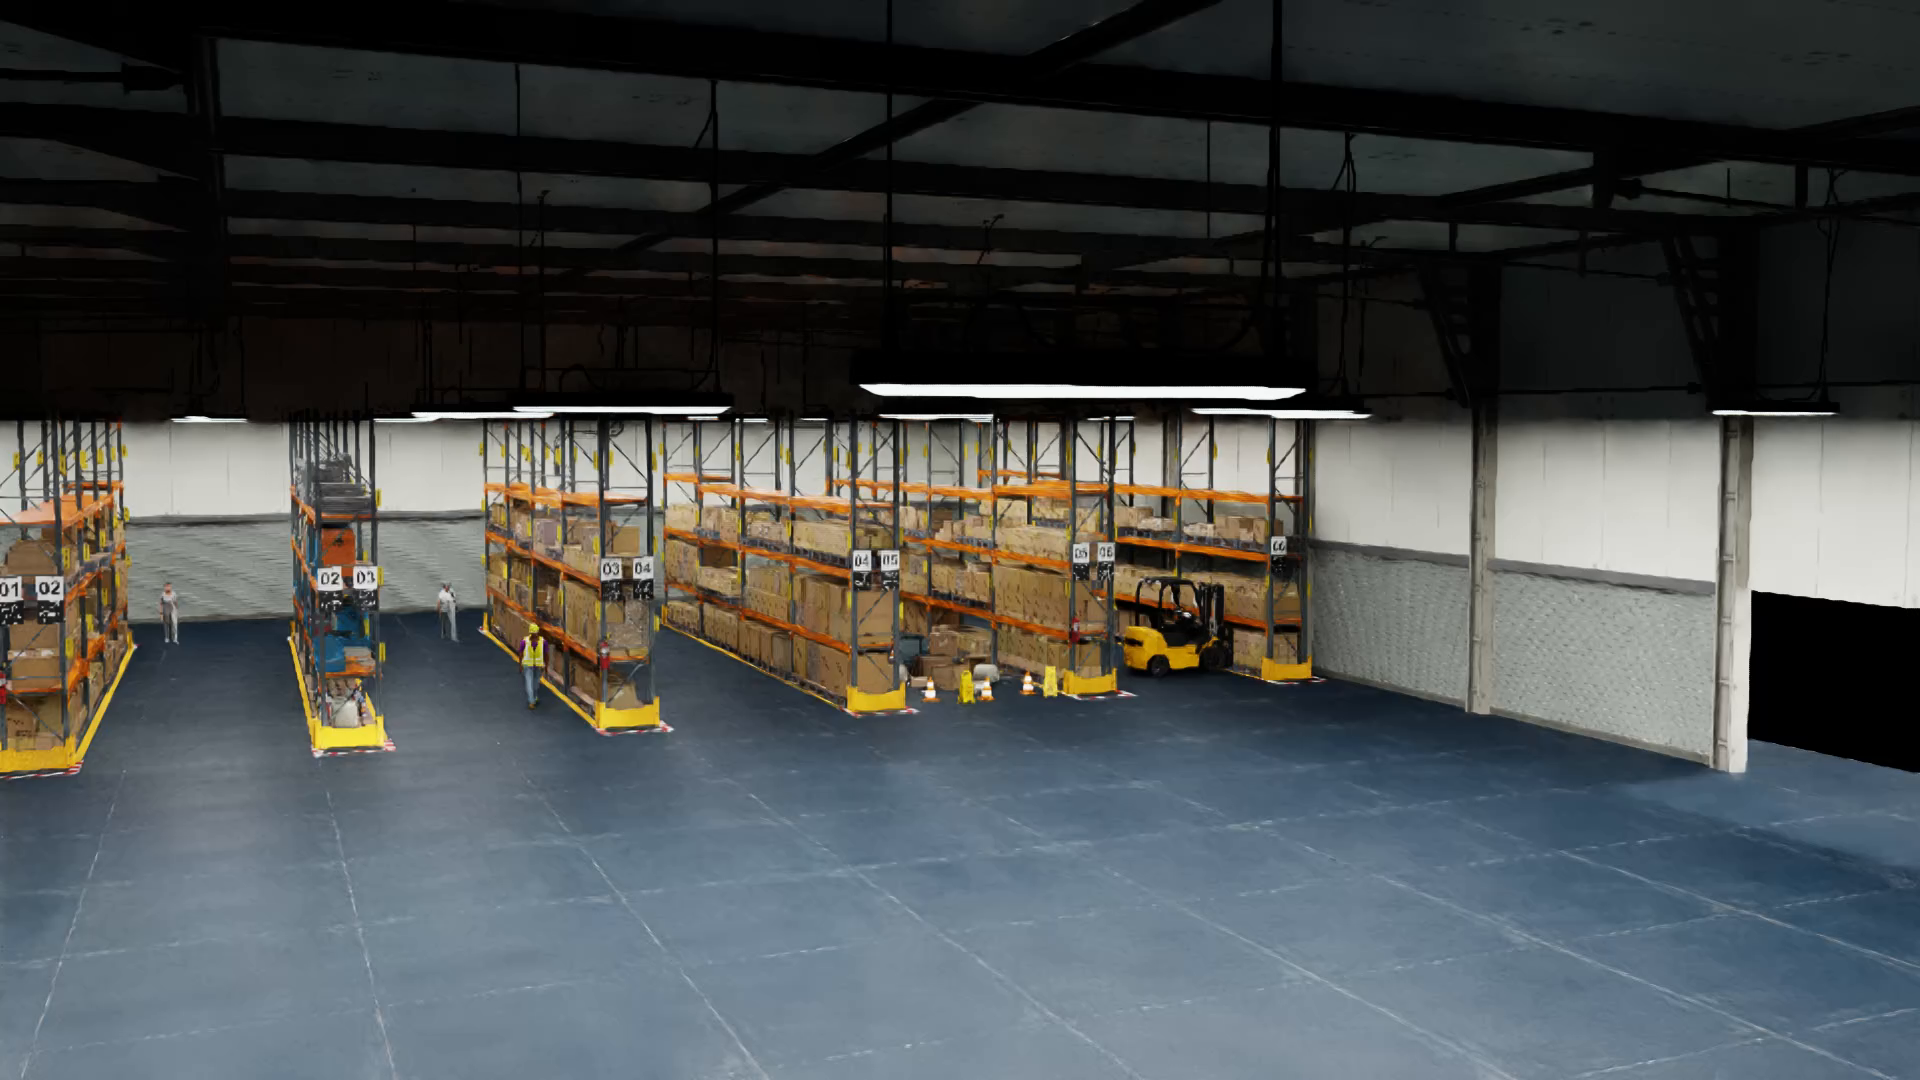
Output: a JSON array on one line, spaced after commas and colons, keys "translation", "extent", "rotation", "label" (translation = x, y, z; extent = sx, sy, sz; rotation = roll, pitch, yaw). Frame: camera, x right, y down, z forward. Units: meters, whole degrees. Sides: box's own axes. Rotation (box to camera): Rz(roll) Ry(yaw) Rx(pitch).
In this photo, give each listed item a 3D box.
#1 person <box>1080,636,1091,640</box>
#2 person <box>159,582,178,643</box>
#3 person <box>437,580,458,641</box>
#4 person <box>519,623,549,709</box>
[{"translation": [2.938, 2.024, 39.864], "extent": [0.583, 1.782, 0.661], "rotation": [1, 4, 8], "label": "person"}, {"translation": [-20.595, 1.875, 43.274], "extent": [0.449, 1.586, 1.099], "rotation": [-2, 4, -26], "label": "person"}, {"translation": [-13.531, 1.846, 43.891], "extent": [0.497, 1.583, 1.090], "rotation": [-2, 4, -21], "label": "person"}, {"translation": [-8.583, 2.512, 33.563], "extent": [0.577, 1.687, 1.115], "rotation": [-2, 4, -25], "label": "person"}]
